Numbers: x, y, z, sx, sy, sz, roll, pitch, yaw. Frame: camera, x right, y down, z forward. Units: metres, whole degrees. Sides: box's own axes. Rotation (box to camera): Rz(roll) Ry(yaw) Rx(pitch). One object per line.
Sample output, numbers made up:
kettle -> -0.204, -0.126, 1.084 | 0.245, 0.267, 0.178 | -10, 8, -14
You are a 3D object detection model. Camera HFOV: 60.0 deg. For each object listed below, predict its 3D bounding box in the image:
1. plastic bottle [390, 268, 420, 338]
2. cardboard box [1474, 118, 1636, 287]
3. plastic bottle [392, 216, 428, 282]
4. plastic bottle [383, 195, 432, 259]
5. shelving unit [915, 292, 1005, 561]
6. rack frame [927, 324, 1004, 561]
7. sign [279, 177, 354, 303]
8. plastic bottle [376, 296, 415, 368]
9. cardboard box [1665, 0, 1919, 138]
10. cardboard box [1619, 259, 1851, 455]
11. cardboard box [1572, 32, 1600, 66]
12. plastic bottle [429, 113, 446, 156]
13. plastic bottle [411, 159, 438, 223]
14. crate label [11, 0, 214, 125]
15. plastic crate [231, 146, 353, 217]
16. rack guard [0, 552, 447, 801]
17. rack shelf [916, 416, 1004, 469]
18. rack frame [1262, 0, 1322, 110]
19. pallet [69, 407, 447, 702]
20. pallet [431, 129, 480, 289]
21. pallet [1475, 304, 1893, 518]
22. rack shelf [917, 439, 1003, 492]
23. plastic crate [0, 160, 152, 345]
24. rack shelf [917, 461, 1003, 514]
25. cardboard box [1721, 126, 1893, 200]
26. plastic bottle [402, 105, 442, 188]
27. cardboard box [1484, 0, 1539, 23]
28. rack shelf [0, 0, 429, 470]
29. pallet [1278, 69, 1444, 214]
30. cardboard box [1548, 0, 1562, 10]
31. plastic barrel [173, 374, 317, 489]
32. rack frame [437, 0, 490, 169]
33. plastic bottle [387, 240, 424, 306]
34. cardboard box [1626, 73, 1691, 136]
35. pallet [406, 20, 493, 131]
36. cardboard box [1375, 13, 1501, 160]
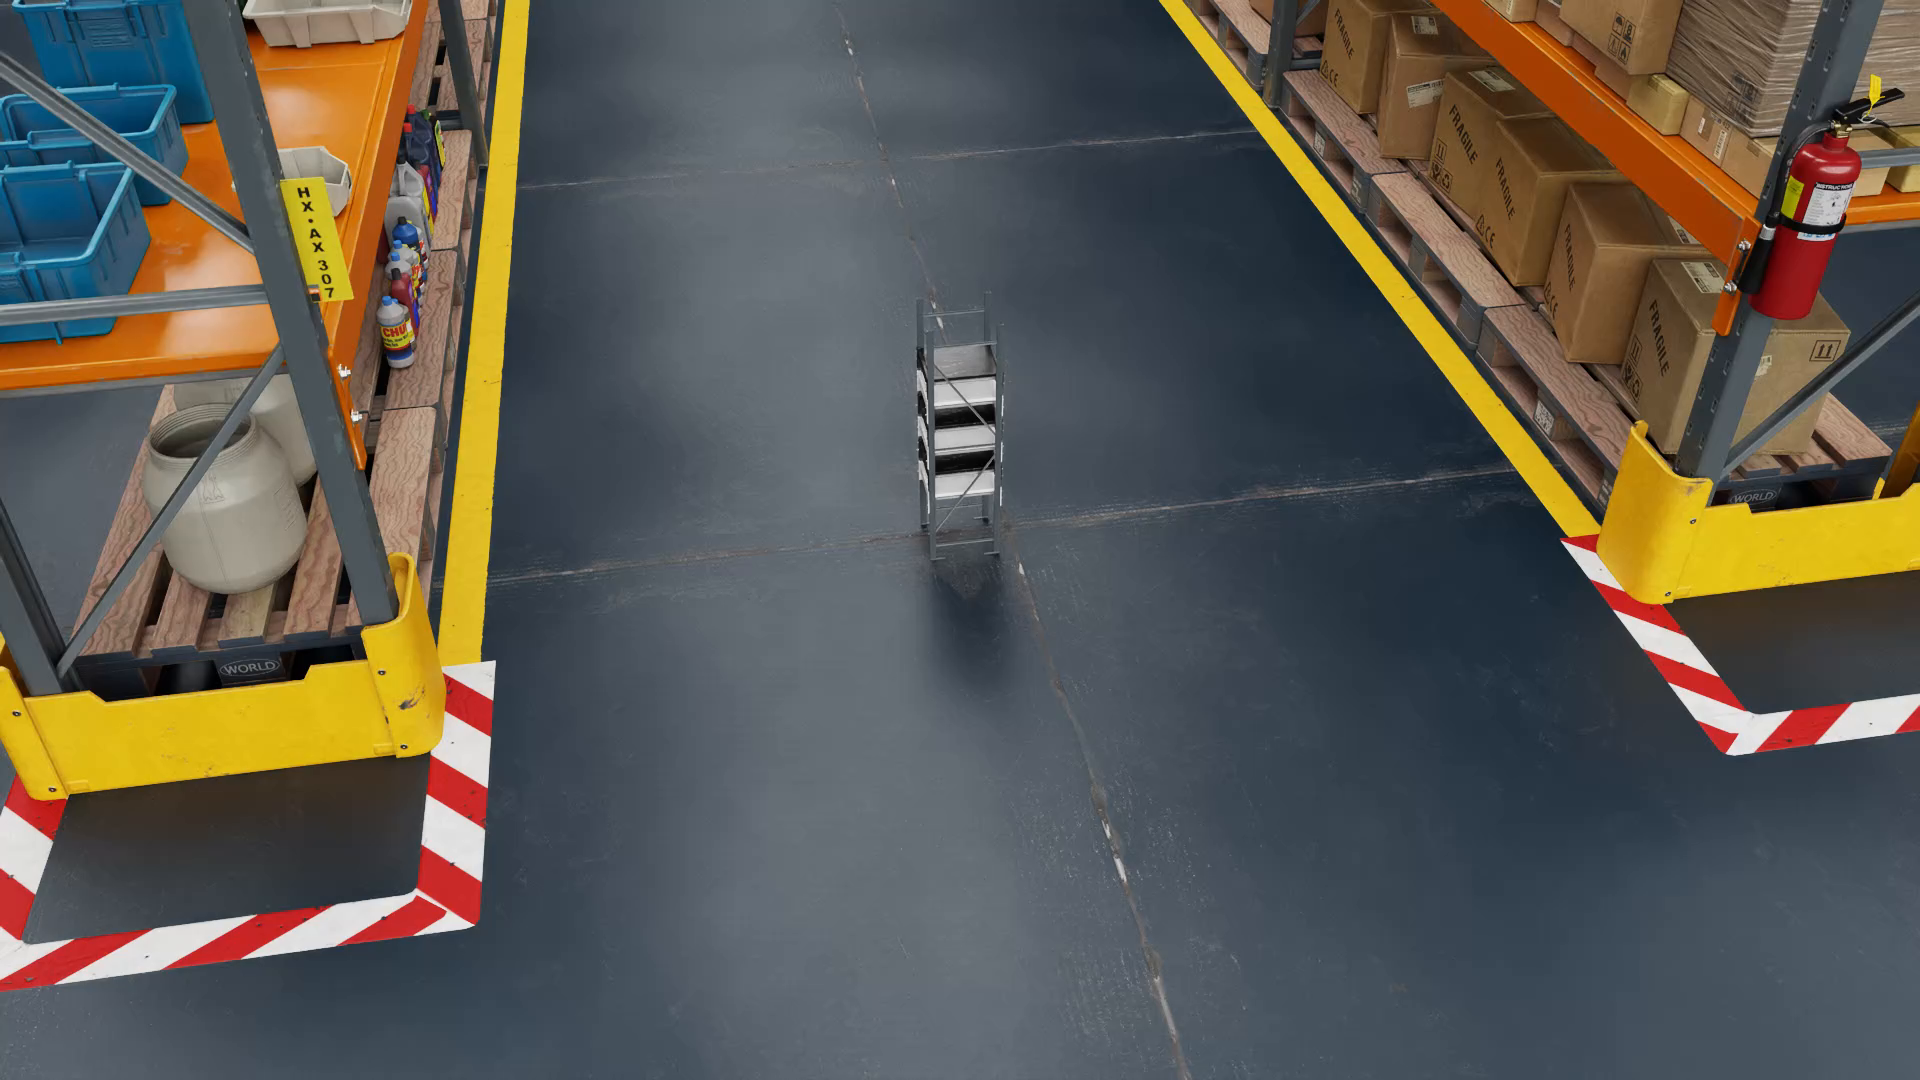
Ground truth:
plastic bottle -> -2.123, -0.923, 6.348 | 0.061, 0.283, 0.133 | -6, 38, -7
cardboard box -> 2.464, -1.382, 6.779 | 0.500, 0.500, 0.500 | -3, 38, -4
plastic bottle -> -2.214, -1.169, 6.675 | 0.097, 0.271, 0.097 | 0, 38, 0
plastic bottle -> -2.280, -1.301, 6.841 | 0.152, 0.276, 0.135 | -6, 38, -7
shelving unit -> -0.001, -0.360, 5.480 | 0.258, 0.900, 0.210 | -6, 38, -8
rack frame -> 0.016, -0.299, 5.401 | 0.240, 0.900, 0.006 | -6, 38, -8
sign -> -1.548, -0.720, 4.006 | 0.100, 0.325, 0.005 | -6, 38, -8
plastic bottle -> -2.101, -0.779, 6.173 | 0.097, 0.271, 0.097 | 0, 38, 0
cardboard box -> 2.717, -1.579, 5.014 | 0.875, 0.500, 0.500 | -6, 38, -8
cardboard box -> 2.693, -0.645, 5.830 | 0.500, 0.500, 0.500 | 0, 38, 1
cardboard box -> 2.364, -1.742, 5.753 | 0.380, 0.149, 0.250 | -6, 38, -8
plastic bottle -> -2.421, -1.853, 7.613 | 0.097, 0.201, 0.097 | 0, 38, 0
plastic bottle -> -2.291, -1.504, 7.096 | 0.061, 0.283, 0.133 | -4, 38, -5
crate label -> -2.679, -1.651, 5.401 | 0.502, 0.435, 0.616 | -6, 38, -8
plastic crate -> -1.930, -1.025, 4.840 | 0.298, 0.136, 0.250 | -6, 38, -8
rack guard -> -2.150, 0.392, 4.838 | 1.175, 0.500, 0.348 | -6, 38, -8
rack shelf -> -0.001, -0.334, 5.501 | 0.258, 0.077, 0.200 | -6, 38, -8
rack frame -> 2.085, -3.503, 7.814 | 1.000, 3.000, 0.127 | -6, 38, -8
pallet -> -2.287, 0.015, 5.559 | 1.003, 0.211, 1.213 | -6, 38, -8
pallet -> -2.715, -1.459, 7.456 | 1.003, 0.211, 1.213 | -6, 38, -8
pallet -> 2.665, -0.526, 6.255 | 1.003, 0.211, 1.213 | -6, 38, -8
rack shelf -> -0.001, -0.263, 5.556 | 0.258, 0.077, 0.200 | -6, 38, -8
plastic crate -> -2.472, -0.766, 4.412 | 0.499, 0.251, 0.616 | -6, 38, -8
rack shelf -> -0.001, -0.192, 5.611 | 0.258, 0.077, 0.200 | -6, 38, -8
cardboard box -> 2.533, -1.138, 4.974 | 0.380, 0.149, 0.250 | -6, 38, -8
plastic bottle -> -2.395, -1.740, 7.345 | 0.144, 0.351, 0.185 | -7, 38, -9
cardboard box -> 2.167, -2.032, 6.126 | 0.380, 0.149, 0.250 | -6, 38, -8
rack shelf -> -2.441, -1.478, 5.794 | 1.077, 0.370, 4.000 | -6, 38, -8
pallet -> 2.237, -2.000, 8.152 | 1.003, 0.211, 1.213 | -6, 38, -8
cardboard box -> 2.466, -2.175, 5.781 | 0.875, 0.500, 0.500 | -6, 38, -8
plastic barrel -> -2.369, -0.430, 5.544 | 0.421, 0.512, 0.421 | 0, 38, 0
rack frame -> -2.791, -2.970, 7.128 | 1.000, 3.000, 0.127 | -6, 38, -8
plastic bottle -> -2.179, -1.047, 6.518 | 0.097, 0.271, 0.097 | 0, 38, 0
cardboard box -> 2.395, -1.434, 5.356 | 0.380, 0.149, 0.250 | -6, 38, -8
pallet -> -2.967, -2.339, 8.589 | 1.003, 0.211, 1.213 | -6, 38, -8
cardboard box -> 2.224, -2.091, 7.691 | 0.500, 0.500, 0.500 | 5, 38, 7
